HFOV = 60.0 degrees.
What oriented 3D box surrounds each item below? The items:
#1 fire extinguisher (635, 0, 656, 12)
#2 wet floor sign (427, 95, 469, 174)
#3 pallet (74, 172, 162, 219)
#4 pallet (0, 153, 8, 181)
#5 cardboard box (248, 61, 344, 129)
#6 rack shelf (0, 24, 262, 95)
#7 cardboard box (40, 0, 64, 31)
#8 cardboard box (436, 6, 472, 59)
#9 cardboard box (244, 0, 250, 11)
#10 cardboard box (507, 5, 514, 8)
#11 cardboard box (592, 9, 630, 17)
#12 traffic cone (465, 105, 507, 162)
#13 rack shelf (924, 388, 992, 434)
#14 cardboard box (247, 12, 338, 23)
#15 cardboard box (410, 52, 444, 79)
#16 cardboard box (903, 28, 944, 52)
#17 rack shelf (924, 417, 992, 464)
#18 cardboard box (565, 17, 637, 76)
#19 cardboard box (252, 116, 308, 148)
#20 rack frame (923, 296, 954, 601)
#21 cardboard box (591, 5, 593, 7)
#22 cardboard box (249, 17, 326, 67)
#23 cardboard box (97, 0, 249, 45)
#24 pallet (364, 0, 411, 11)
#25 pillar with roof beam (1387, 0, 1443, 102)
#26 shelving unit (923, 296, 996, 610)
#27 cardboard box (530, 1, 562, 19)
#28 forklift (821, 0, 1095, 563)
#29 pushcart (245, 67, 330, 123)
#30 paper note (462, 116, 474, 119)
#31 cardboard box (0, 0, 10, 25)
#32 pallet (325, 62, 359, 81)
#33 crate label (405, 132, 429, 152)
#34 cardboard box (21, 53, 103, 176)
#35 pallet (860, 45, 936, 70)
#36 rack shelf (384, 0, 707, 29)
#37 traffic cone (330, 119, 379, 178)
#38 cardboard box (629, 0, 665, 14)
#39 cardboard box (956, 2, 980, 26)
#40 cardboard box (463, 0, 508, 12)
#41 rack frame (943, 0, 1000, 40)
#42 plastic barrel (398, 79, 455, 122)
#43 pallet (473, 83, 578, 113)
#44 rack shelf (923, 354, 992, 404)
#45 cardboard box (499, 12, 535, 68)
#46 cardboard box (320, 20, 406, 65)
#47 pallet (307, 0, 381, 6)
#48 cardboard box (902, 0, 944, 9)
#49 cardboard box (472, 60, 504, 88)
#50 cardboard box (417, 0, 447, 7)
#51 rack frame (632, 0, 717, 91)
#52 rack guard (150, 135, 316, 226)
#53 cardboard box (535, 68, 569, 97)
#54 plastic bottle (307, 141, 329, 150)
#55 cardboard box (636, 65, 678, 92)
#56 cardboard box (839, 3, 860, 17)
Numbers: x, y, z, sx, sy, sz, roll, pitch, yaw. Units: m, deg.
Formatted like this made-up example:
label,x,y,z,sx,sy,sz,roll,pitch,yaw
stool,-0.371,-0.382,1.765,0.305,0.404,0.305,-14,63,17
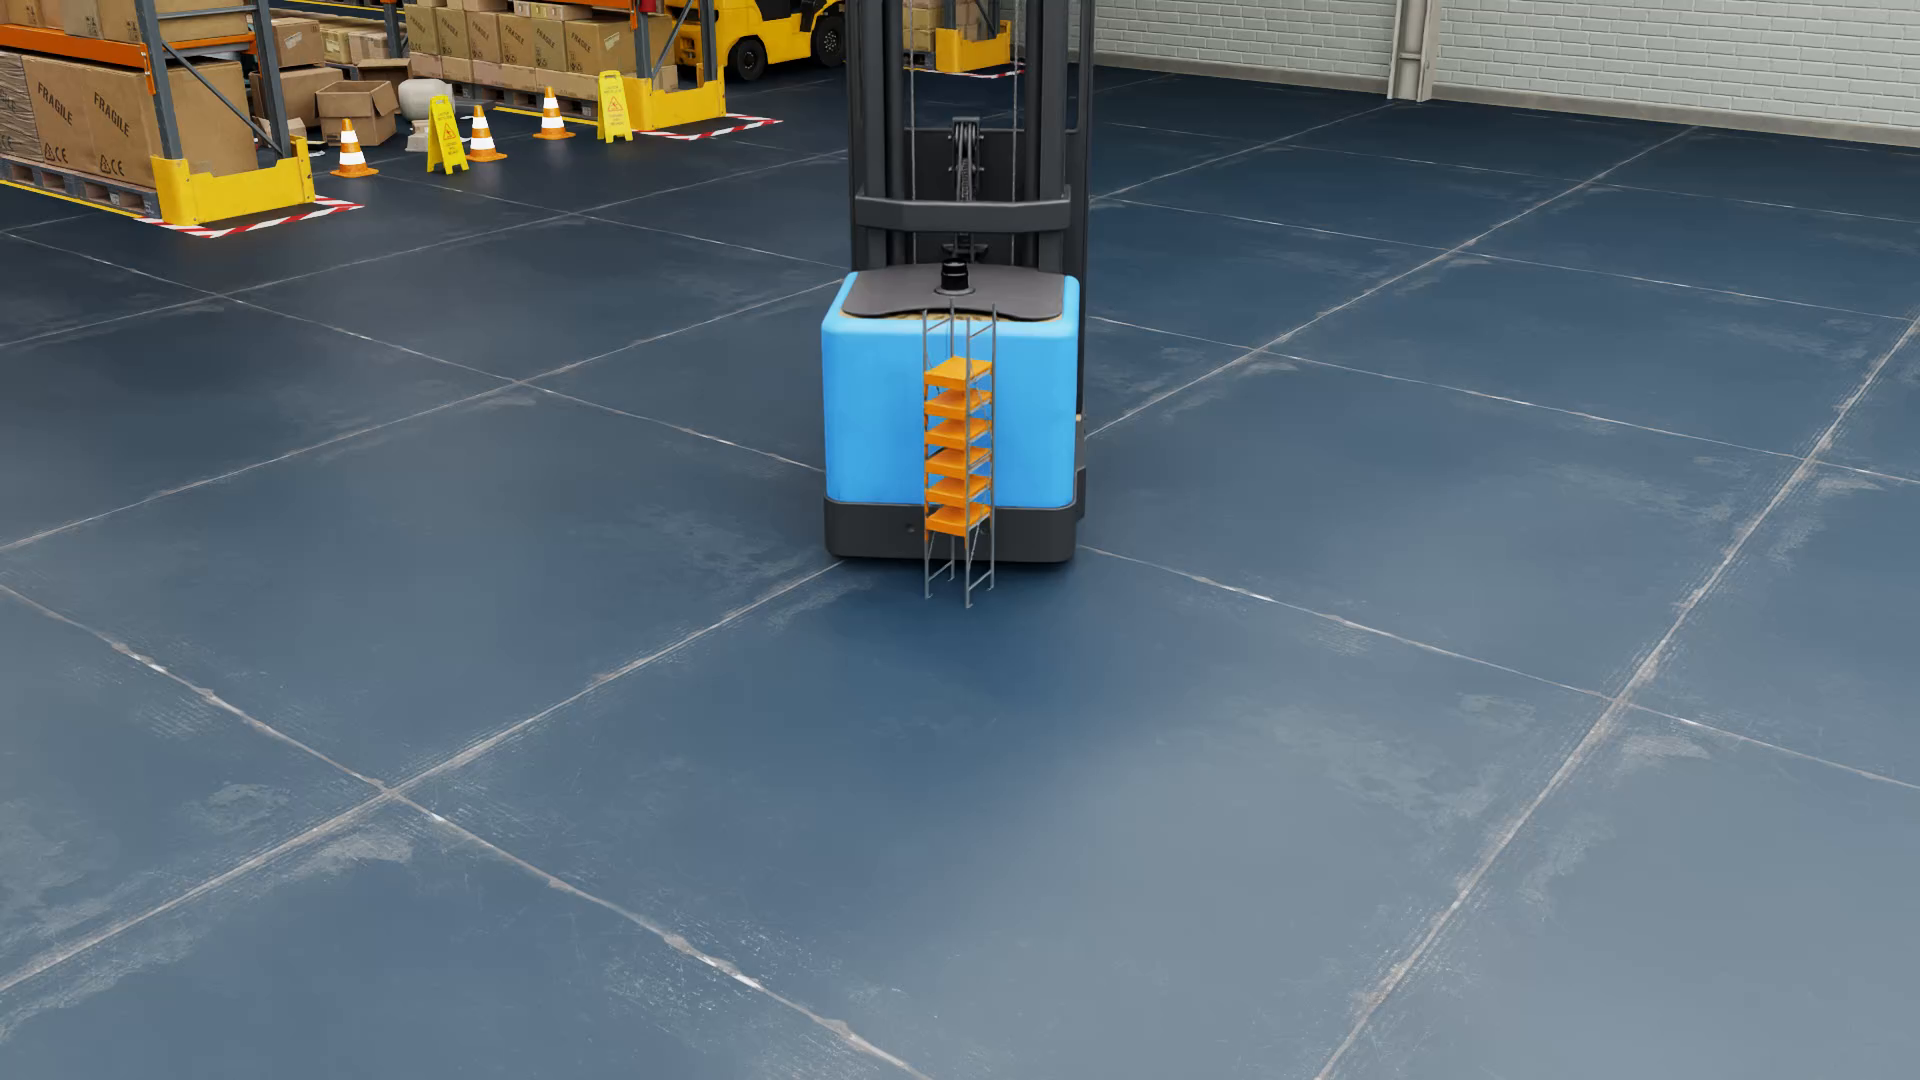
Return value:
label,x,y,z,sx,sy,sz,roll,pitch,yaw
fire extinguisher,-3.011,-5.400,15.881,0.183,0.674,0.296,17,29,33
wet floor sign,-4.503,-3.544,14.494,0.232,0.644,0.267,12,26,24
pallet,-6.400,-2.882,13.529,1.213,0.211,1.003,17,29,33
pallet,-8.353,-3.472,14.869,1.213,0.211,1.003,17,29,33
cardboard box,-6.503,-4.363,16.359,0.503,0.637,0.797,17,29,33
rack shelf,-7.314,-4.144,13.828,4.000,0.370,1.077,17,29,33
cardboard box,-6.864,-4.436,13.411,0.550,0.550,0.875,17,29,33
cardboard box,-5.281,-5.500,17.973,0.500,0.500,0.500,18,30,35
cardboard box,-9.730,-6.960,21.440,0.875,0.875,0.875,17,29,33
cardboard box,-4.575,-5.554,18.094,0.500,0.500,0.500,19,30,36
cardboard box,-3.746,-5.303,17.526,0.500,0.500,0.500,16,28,31
traffic cone,-4.337,-3.698,15.069,0.334,0.463,0.336,17,29,33
rack shelf,-0.001,-0.510,6.433,0.180,0.103,0.258,12,26,25
cardboard box,-8.186,-6.220,20.385,0.625,0.372,0.950,16,28,32
cardboard box,-5.716,-5.283,18.409,0.500,0.250,0.500,15,28,31
cardboard box,-0.417,-6.159,20.399,0.500,0.250,0.500,17,29,34
rack shelf,-0.001,-0.400,6.482,0.180,0.103,0.258,12,26,25
cardboard box,-3.623,-4.998,16.833,0.500,0.500,0.500,17,29,34
cardboard box,-6.434,-3.885,15.737,0.396,0.266,0.258,-21,31,-39
rack frame,-0.082,-0.348,6.551,0.006,1.200,0.240,12,26,25
cardboard box,-5.235,-7.943,23.982,0.625,0.625,0.875,18,29,35
cardboard box,-7.070,-5.200,17.493,0.500,0.500,0.500,17,29,33
cardboard box,-6.038,-4.134,12.726,0.550,0.550,0.875,17,29,33
pallet,-8.781,-8.655,26.632,1.213,0.211,1.003,17,29,33
pillar with roof beam,2.351,-7.579,13.290,0.400,9.000,9.100,17,29,33
shelving unit,-0.001,-0.331,6.512,0.189,1.200,0.258,12,26,25
cardboard box,-4.156,-5.424,16.995,0.250,0.149,0.380,17,29,34
forklift,0.062,-1.803,7.707,1.130,2.935,3.031,2,24,4
pushcart,-7.354,-4.631,17.293,0.936,0.377,1.648,7,25,15
paper note,-5.035,-4.349,17.082,0.148,0.019,0.142,7,25,15
cardboard box,-7.797,-4.646,13.889,0.550,0.550,0.875,17,29,33
pallet,-6.650,-5.491,19.450,1.213,0.211,1.003,17,29,33
crate label,-5.003,-3.719,15.521,0.298,0.136,0.250,3,24,6
cardboard box,-7.001,-3.565,13.735,0.875,0.875,0.875,16,29,32
pallet,-0.489,-6.109,20.854,1.213,0.211,1.003,17,29,33
rack shelf,-4.426,-5.766,17.508,4.000,0.370,1.077,17,29,33
traffic cone,-5.287,-3.416,14.428,0.334,0.463,0.336,17,29,33
cardboard box,-4.093,-7.599,23.202,0.625,0.625,0.875,16,29,33
cardboard box,-0.103,-6.557,20.682,0.500,0.250,0.500,17,29,34
cardboard box,-5.023,-5.685,17.588,0.250,0.149,0.380,19,30,36
rack frame,0.148,-7.214,19.903,0.127,3.000,1.000,17,29,33
plastic barrel,-5.387,-4.444,16.810,0.512,0.421,0.421,-5,24,-12
pallet,-4.487,-4.857,18.011,1.213,0.211,1.003,17,29,33
rack shelf,-0.001,-0.619,6.385,0.180,0.103,0.258,12,26,25
cardboard box,-4.442,-5.248,17.399,0.500,0.500,0.500,16,28,32
cardboard box,-7.025,-5.867,19.584,0.625,0.372,0.950,19,30,36
pallet,-10.003,-9.006,27.428,1.213,0.211,1.003,17,29,33
cardboard box,-0.407,-6.616,20.195,0.500,0.250,0.500,18,29,35
cardboard box,-4.856,-5.030,17.835,0.500,0.250,0.500,16,29,33
cardboard box,-5.652,-5.873,18.015,0.250,0.149,0.380,17,29,34
rack frame,-2.826,-5.612,16.266,0.127,3.000,1.000,17,29,33
rack guard,-5.694,-2.840,13.076,0.348,0.500,1.175,17,29,33
cardboard box,-4.044,-4.782,17.272,0.500,0.250,0.500,17,29,33
plastic bottle,-6.065,-3.689,15.548,0.283,0.061,0.133,7,25,15
cardboard box,-3.305,-4.830,17.381,0.500,0.250,0.500,17,29,33
cardboard box,-1.249,-6.636,20.861,0.500,0.250,0.500,16,28,32
